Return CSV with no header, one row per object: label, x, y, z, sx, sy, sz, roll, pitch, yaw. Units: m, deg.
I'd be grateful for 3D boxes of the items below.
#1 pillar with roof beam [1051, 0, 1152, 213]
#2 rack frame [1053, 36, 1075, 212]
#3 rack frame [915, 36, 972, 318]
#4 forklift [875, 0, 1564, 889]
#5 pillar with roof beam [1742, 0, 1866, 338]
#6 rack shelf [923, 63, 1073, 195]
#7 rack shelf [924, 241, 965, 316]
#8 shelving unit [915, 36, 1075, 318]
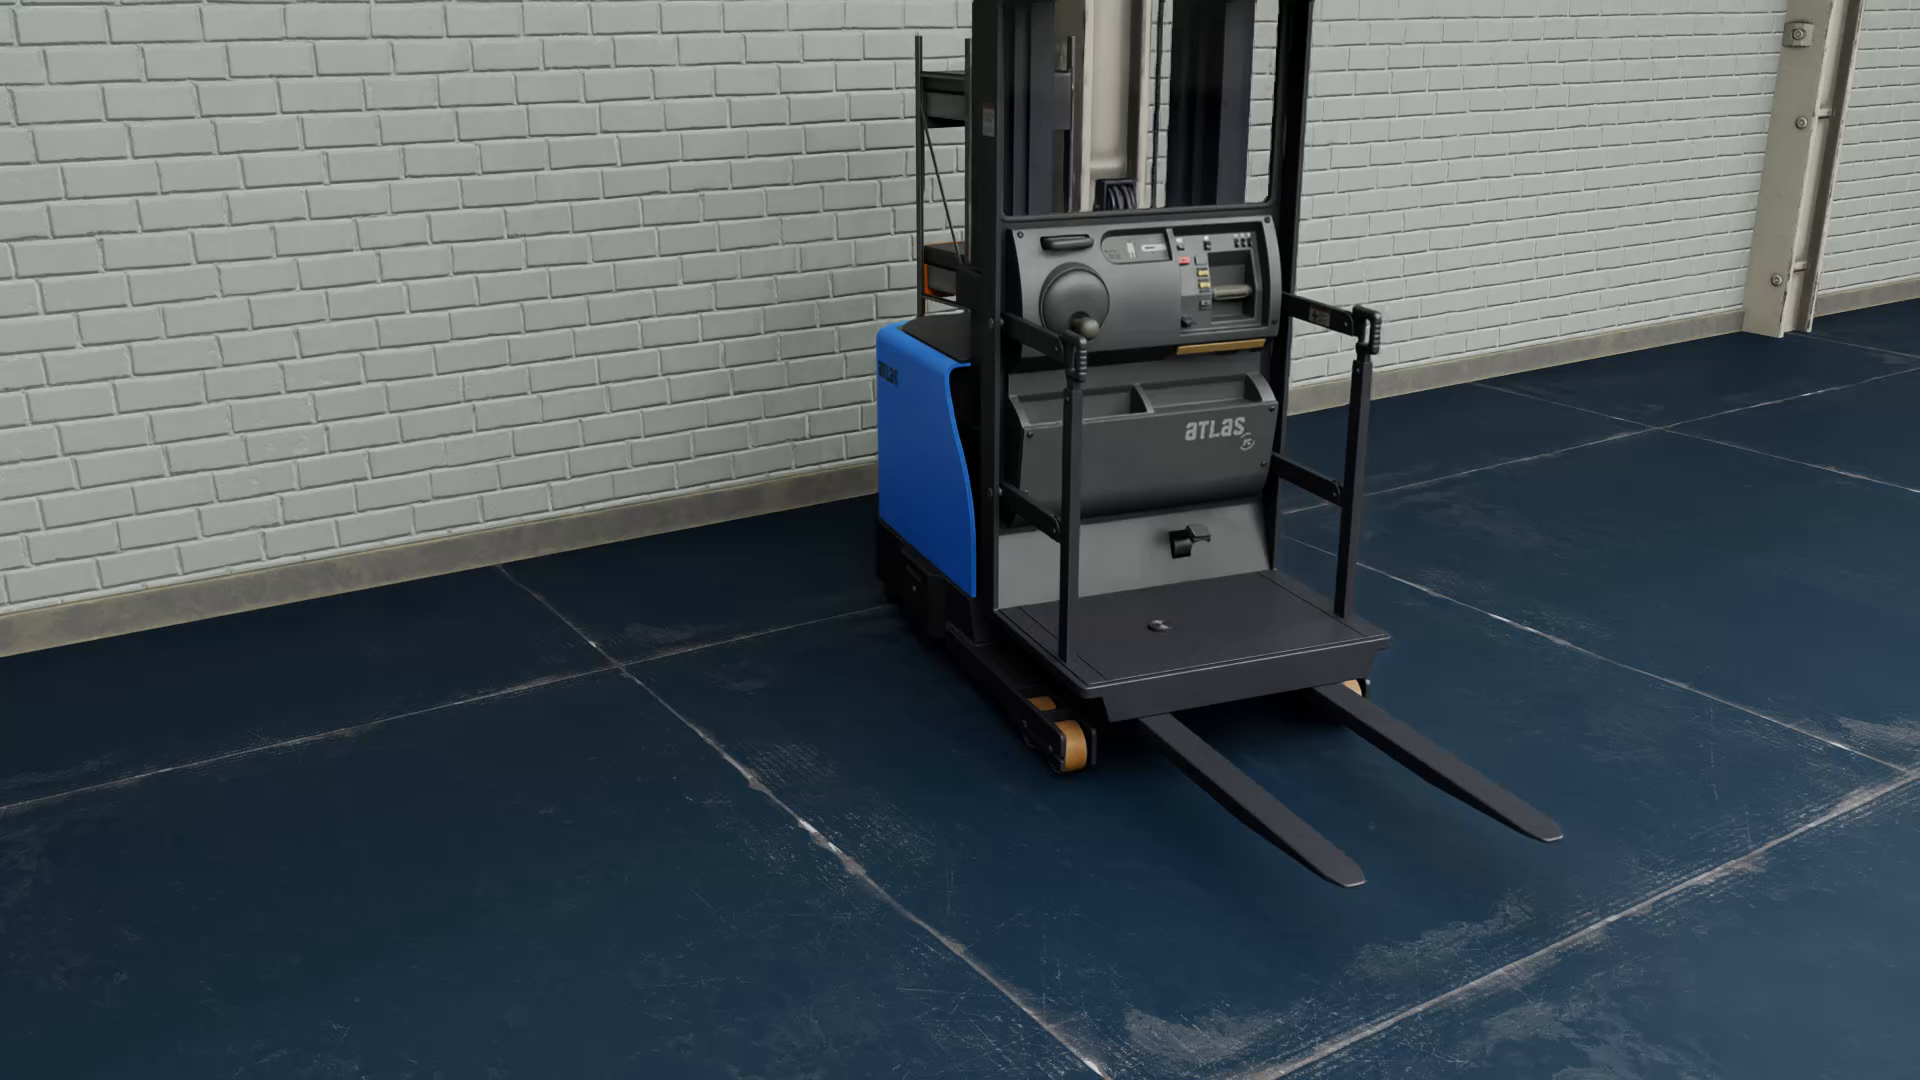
pillar with roof beam,3.010,-3.507,3.569,0.400,9.000,9.100,-12,22,-31
rack frame,0.342,-1.067,7.122,0.015,2.100,0.400,-12,22,-31
rack frame,-0.066,-0.981,6.868,0.015,2.100,0.400,-12,22,-31
forklift,0.684,-0.822,5.099,1.130,2.935,3.031,-7,20,-21
pillar with roof beam,8.021,-4.564,6.695,0.400,9.000,9.100,-12,22,-31
rack shelf,0.138,-1.674,6.775,0.480,0.518,0.431,-12,22,-31
rack shelf,0.138,-1.011,6.999,0.480,0.518,0.431,-12,22,-31
shelving unit,0.138,-1.024,6.995,0.503,2.100,0.431,-12,22,-31
